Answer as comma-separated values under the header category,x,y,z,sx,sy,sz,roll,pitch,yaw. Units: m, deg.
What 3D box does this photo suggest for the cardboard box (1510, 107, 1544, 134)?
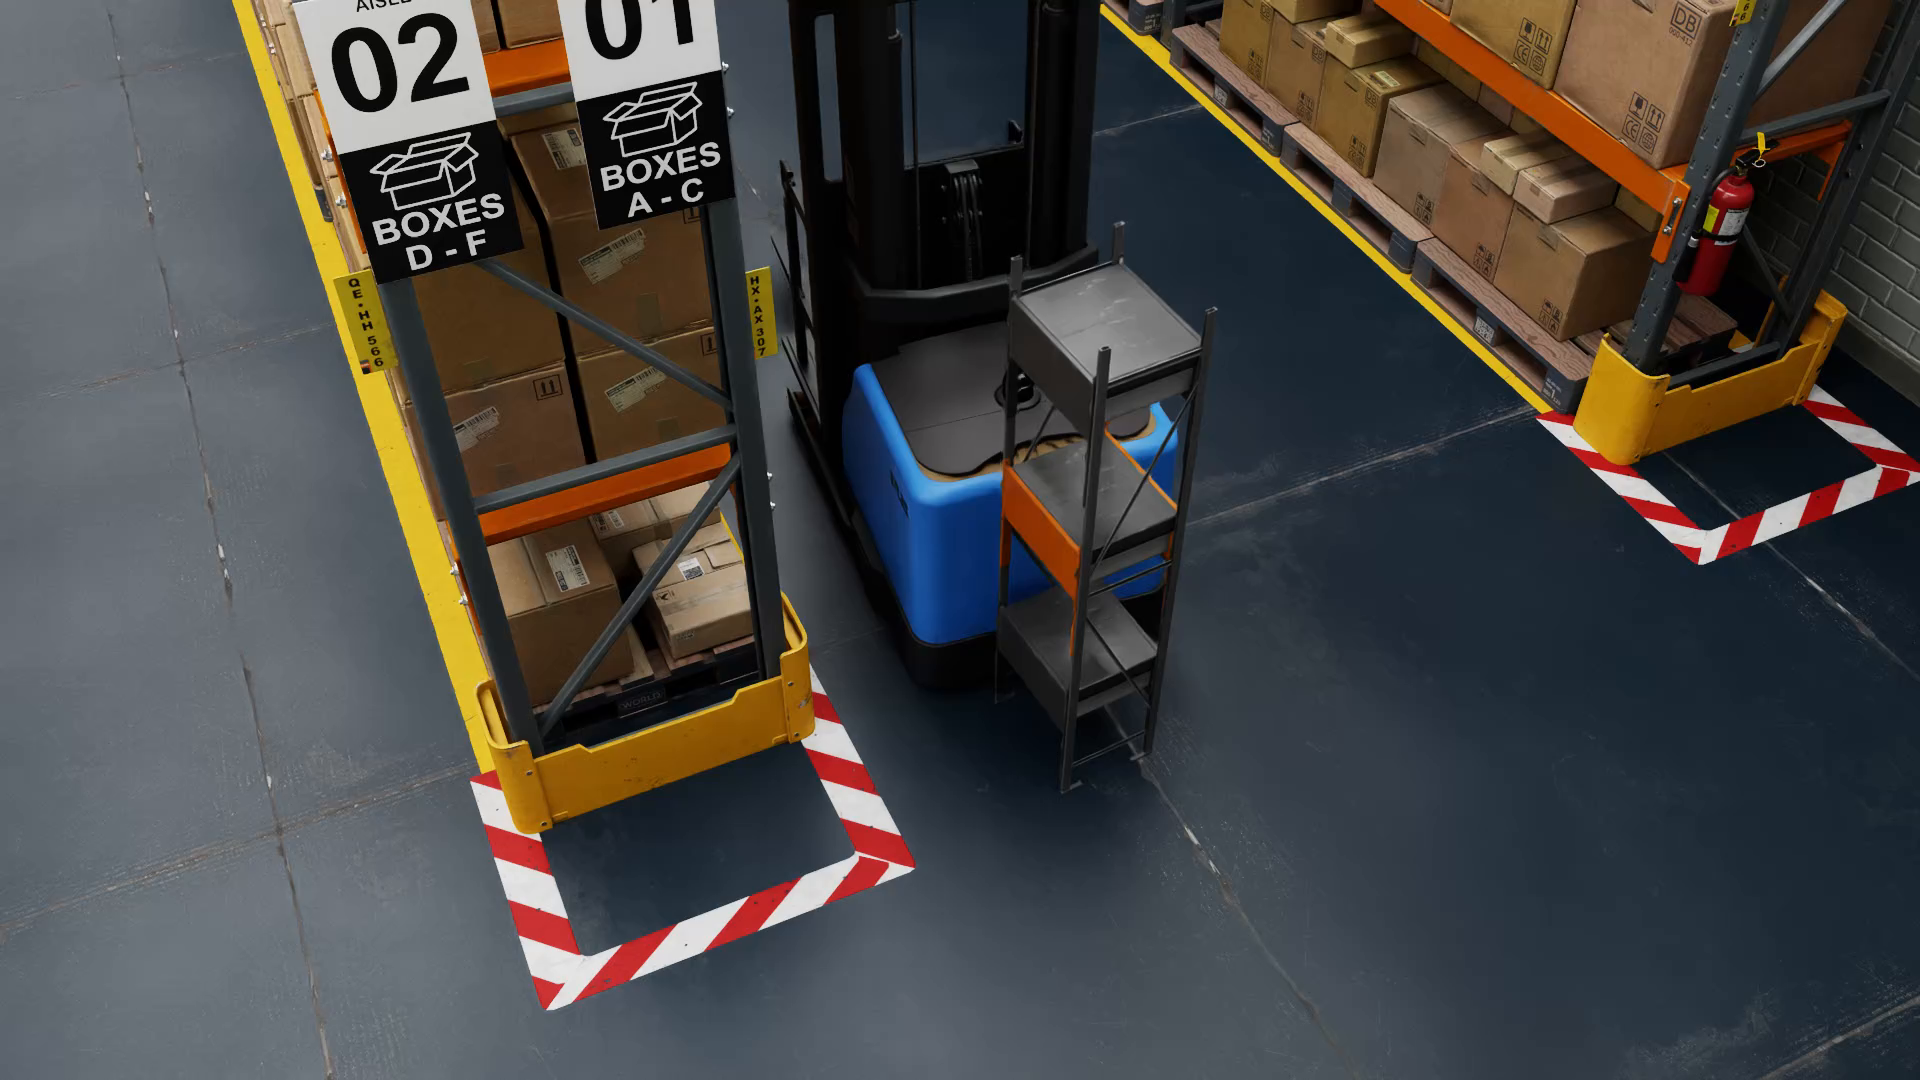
category,x,y,z,sx,sy,sz,roll,pitch,yaw
cardboard box,2.918,-2.051,8.081,0.380,0.149,0.250,-18,47,-17

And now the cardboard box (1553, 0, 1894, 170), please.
category,x,y,z,sx,sy,sz,roll,pitch,yaw
cardboard box,3.164,-2.111,6.910,0.980,0.700,0.700,-16,47,-16

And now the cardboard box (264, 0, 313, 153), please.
category,x,y,z,sx,sy,sz,roll,pitch,yaw
cardboard box,-2.193,-1.789,6.014,0.500,0.500,0.500,-17,47,-16

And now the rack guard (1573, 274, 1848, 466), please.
category,x,y,z,sx,sy,sz,roll,pitch,yaw
rack guard,3.398,-0.778,7.551,1.175,0.500,0.348,-18,47,-17

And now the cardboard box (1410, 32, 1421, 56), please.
category,x,y,z,sx,sy,sz,roll,pitch,yaw
cardboard box,2.487,-2.702,8.741,0.380,0.149,0.250,-18,47,-17

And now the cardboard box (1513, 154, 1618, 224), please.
category,x,y,z,sx,sy,sz,roll,pitch,yaw
cardboard box,2.783,-1.618,7.642,0.380,0.149,0.250,-19,48,-18

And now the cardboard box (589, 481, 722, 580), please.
category,x,y,z,sx,sy,sz,roll,pitch,yaw
cardboard box,-1.287,-0.144,6.774,0.500,0.250,0.500,-18,47,-17

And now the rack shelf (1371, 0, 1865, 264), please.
category,x,y,z,sx,sy,sz,roll,pitch,yaw
rack shelf,2.547,-2.701,8.233,1.077,0.370,4.000,-18,47,-17

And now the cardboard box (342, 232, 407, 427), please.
category,x,y,z,sx,sy,sz,roll,pitch,yaw
cardboard box,-1.762,-0.788,5.710,0.500,0.500,0.500,-18,47,-17

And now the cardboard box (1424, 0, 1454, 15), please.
category,x,y,z,sx,sy,sz,roll,pitch,yaw
cardboard box,2.536,-3.060,7.871,0.980,0.700,0.700,-20,48,-19

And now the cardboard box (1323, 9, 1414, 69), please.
category,x,y,z,sx,sy,sz,roll,pitch,yaw
cardboard box,2.125,-2.611,8.648,0.380,0.149,0.250,-19,48,-19

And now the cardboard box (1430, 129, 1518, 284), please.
category,x,y,z,sx,sy,sz,roll,pitch,yaw
cardboard box,2.792,-1.678,8.164,0.700,0.500,0.500,-18,47,-18

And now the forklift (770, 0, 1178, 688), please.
category,x,y,z,sx,sy,sz,roll,pitch,yaw
forklift,-0.147,-1.524,6.577,1.130,2.935,3.031,-13,46,-13

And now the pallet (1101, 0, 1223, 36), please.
category,x,y,z,sx,sy,sz,roll,pitch,yaw
pallet,1.313,-3.709,10.727,1.003,0.211,1.213,-18,47,-17

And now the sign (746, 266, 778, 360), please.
category,x,y,z,sx,sy,sz,roll,pitch,yaw
sign,-0.613,-0.686,5.062,0.100,0.325,0.005,-18,47,-17

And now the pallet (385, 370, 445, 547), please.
category,x,y,z,sx,sy,sz,roll,pitch,yaw
pallet,-1.982,-0.557,7.533,1.003,0.211,1.213,-18,47,-17

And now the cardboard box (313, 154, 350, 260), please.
category,x,y,z,sx,sy,sz,roll,pitch,yaw
cardboard box,-2.178,-1.428,6.360,0.500,0.500,0.500,-19,48,-18

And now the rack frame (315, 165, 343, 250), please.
category,x,y,z,sx,sy,sz,roll,pitch,yaw
rack frame,-2.787,-2.766,7.787,1.000,3.000,0.127,-18,47,-17

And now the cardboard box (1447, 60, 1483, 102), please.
category,x,y,z,sx,sy,sz,roll,pitch,yaw
cardboard box,2.702,-2.377,8.411,0.380,0.149,0.250,-18,47,-17

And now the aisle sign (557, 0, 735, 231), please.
category,x,y,z,sx,sy,sz,roll,pitch,yaw
aisle sign,-0.810,-1.186,4.334,0.394,0.787,0.004,-18,47,-17

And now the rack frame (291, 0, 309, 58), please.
category,x,y,z,sx,sy,sz,roll,pitch,yaw
rack frame,-1.105,-2.353,3.096,1.000,3.000,0.127,-18,47,-17

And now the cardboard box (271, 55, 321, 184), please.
category,x,y,z,sx,sy,sz,roll,pitch,yaw
cardboard box,-3.254,-2.263,8.743,0.500,0.500,0.500,-18,47,-18

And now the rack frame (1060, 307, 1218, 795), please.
category,x,y,z,sx,sy,sz,roll,pitch,yaw
rack frame,0.557,0.135,5.487,0.400,2.100,0.015,-21,49,-20

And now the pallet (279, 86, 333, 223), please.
category,x,y,z,sx,sy,sz,roll,pitch,yaw
pallet,-3.163,-2.281,9.280,1.003,0.211,1.213,-18,47,-17

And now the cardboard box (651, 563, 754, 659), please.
category,x,y,z,sx,sy,sz,roll,pitch,yaw
cardboard box,-0.969,0.272,6.424,0.380,0.149,0.250,-18,47,-17

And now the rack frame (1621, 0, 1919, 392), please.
category,x,y,z,sx,sy,sz,roll,pitch,yaw
rack frame,3.388,-1.683,6.689,1.000,3.000,0.127,-18,47,-17

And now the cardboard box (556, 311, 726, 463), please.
category,x,y,z,sx,sy,sz,roll,pitch,yaw
cardboard box,-1.052,-0.614,5.534,0.500,0.500,0.500,-17,47,-17

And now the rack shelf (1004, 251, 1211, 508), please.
category,x,y,z,sx,sy,sz,roll,pitch,yaw
rack shelf,0.444,-0.499,5.146,0.431,0.518,0.480,-21,49,-20

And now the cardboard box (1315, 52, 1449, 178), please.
category,x,y,z,sx,sy,sz,roll,pitch,yaw
cardboard box,2.349,-2.336,8.831,0.700,0.500,0.500,-17,47,-16

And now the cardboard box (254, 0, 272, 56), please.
category,x,y,z,sx,sy,sz,roll,pitch,yaw
cardboard box,-3.665,-2.900,9.389,0.500,0.500,0.500,-17,47,-17

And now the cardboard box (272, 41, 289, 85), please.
category,x,y,z,sx,sy,sz,roll,pitch,yaw
cardboard box,-2.820,-2.397,7.341,0.500,0.500,0.500,-17,47,-16

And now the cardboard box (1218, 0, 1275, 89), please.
category,x,y,z,sx,sy,sz,roll,pitch,yaw
cardboard box,1.927,-2.985,9.489,0.700,0.500,0.500,-17,47,-17

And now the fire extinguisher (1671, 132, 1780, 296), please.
category,x,y,z,sx,sy,sz,roll,pitch,yaw
fire extinguisher,3.033,-1.290,6.611,0.296,0.674,0.183,-18,47,-17

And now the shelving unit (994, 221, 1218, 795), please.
category,x,y,z,sx,sy,sz,roll,pitch,yaw
shelving unit,0.438,-0.018,5.636,0.431,2.100,0.503,-21,49,-20

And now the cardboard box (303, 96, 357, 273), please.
category,x,y,z,sx,sy,sz,roll,pitch,yaw
cardboard box,-1.755,-1.133,5.348,0.500,0.500,0.500,-17,47,-16

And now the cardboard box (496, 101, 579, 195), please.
category,x,y,z,sx,sy,sz,roll,pitch,yaw
cardboard box,-1.279,-1.300,5.518,0.500,0.500,0.500,-18,47,-17

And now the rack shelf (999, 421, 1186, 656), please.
category,x,y,z,sx,sy,sz,roll,pitch,yaw
rack shelf,0.438,-0.008,5.645,0.431,0.518,0.480,-21,49,-20

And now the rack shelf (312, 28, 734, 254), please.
category,x,y,z,sx,sy,sz,roll,pitch,yaw
rack shelf,-1.946,-2.304,5.694,1.077,0.370,4.000,-18,47,-17

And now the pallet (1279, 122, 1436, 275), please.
category,x,y,z,sx,sy,sz,roll,pitch,yaw
pallet,2.472,-1.953,8.948,1.003,0.211,1.213,-18,47,-17

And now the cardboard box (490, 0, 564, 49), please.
category,x,y,z,sx,sy,sz,roll,pitch,yaw
cardboard box,-1.090,-1.634,4.611,0.500,0.250,0.500,-18,47,-17
